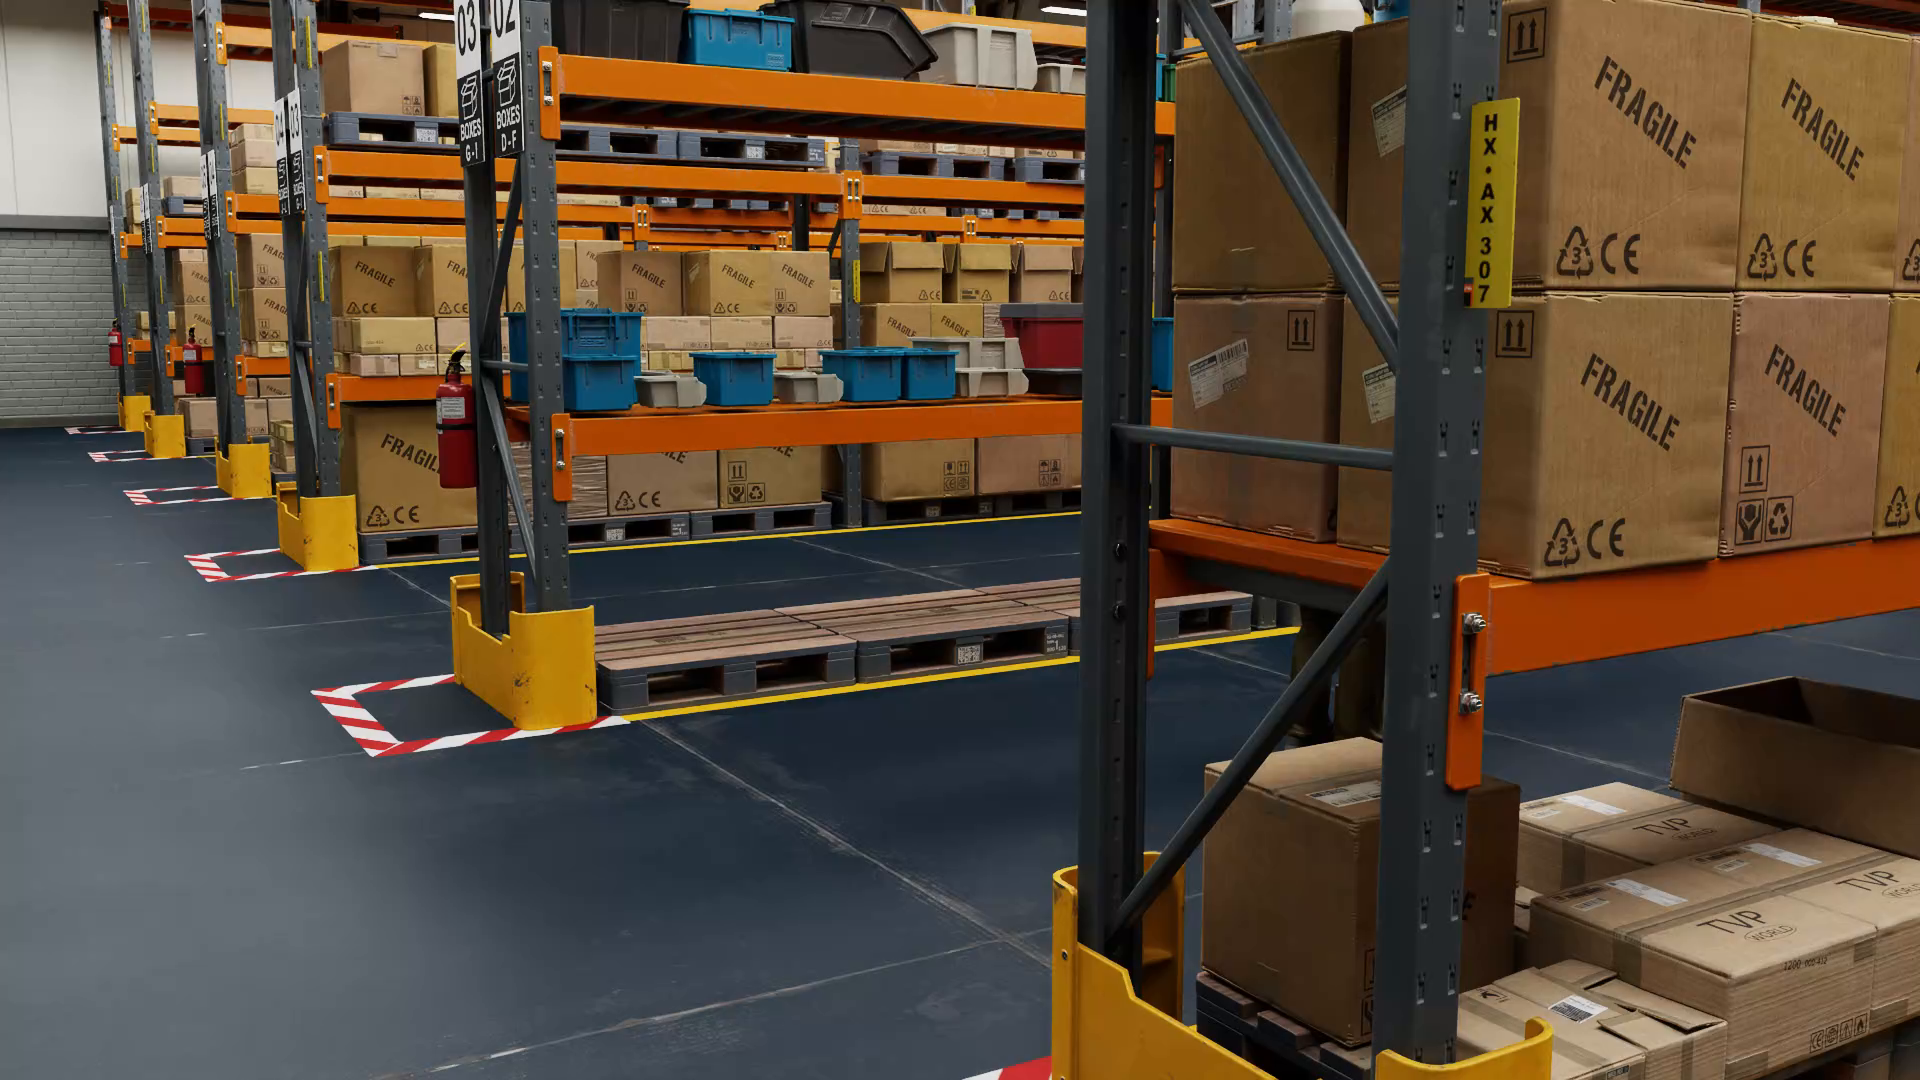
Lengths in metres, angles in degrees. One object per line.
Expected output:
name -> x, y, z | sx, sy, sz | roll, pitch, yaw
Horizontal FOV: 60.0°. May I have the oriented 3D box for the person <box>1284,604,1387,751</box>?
person -> 1.480, -0.019, 6.509 | 0.421, 1.774, 0.654 | -5, 10, -34
